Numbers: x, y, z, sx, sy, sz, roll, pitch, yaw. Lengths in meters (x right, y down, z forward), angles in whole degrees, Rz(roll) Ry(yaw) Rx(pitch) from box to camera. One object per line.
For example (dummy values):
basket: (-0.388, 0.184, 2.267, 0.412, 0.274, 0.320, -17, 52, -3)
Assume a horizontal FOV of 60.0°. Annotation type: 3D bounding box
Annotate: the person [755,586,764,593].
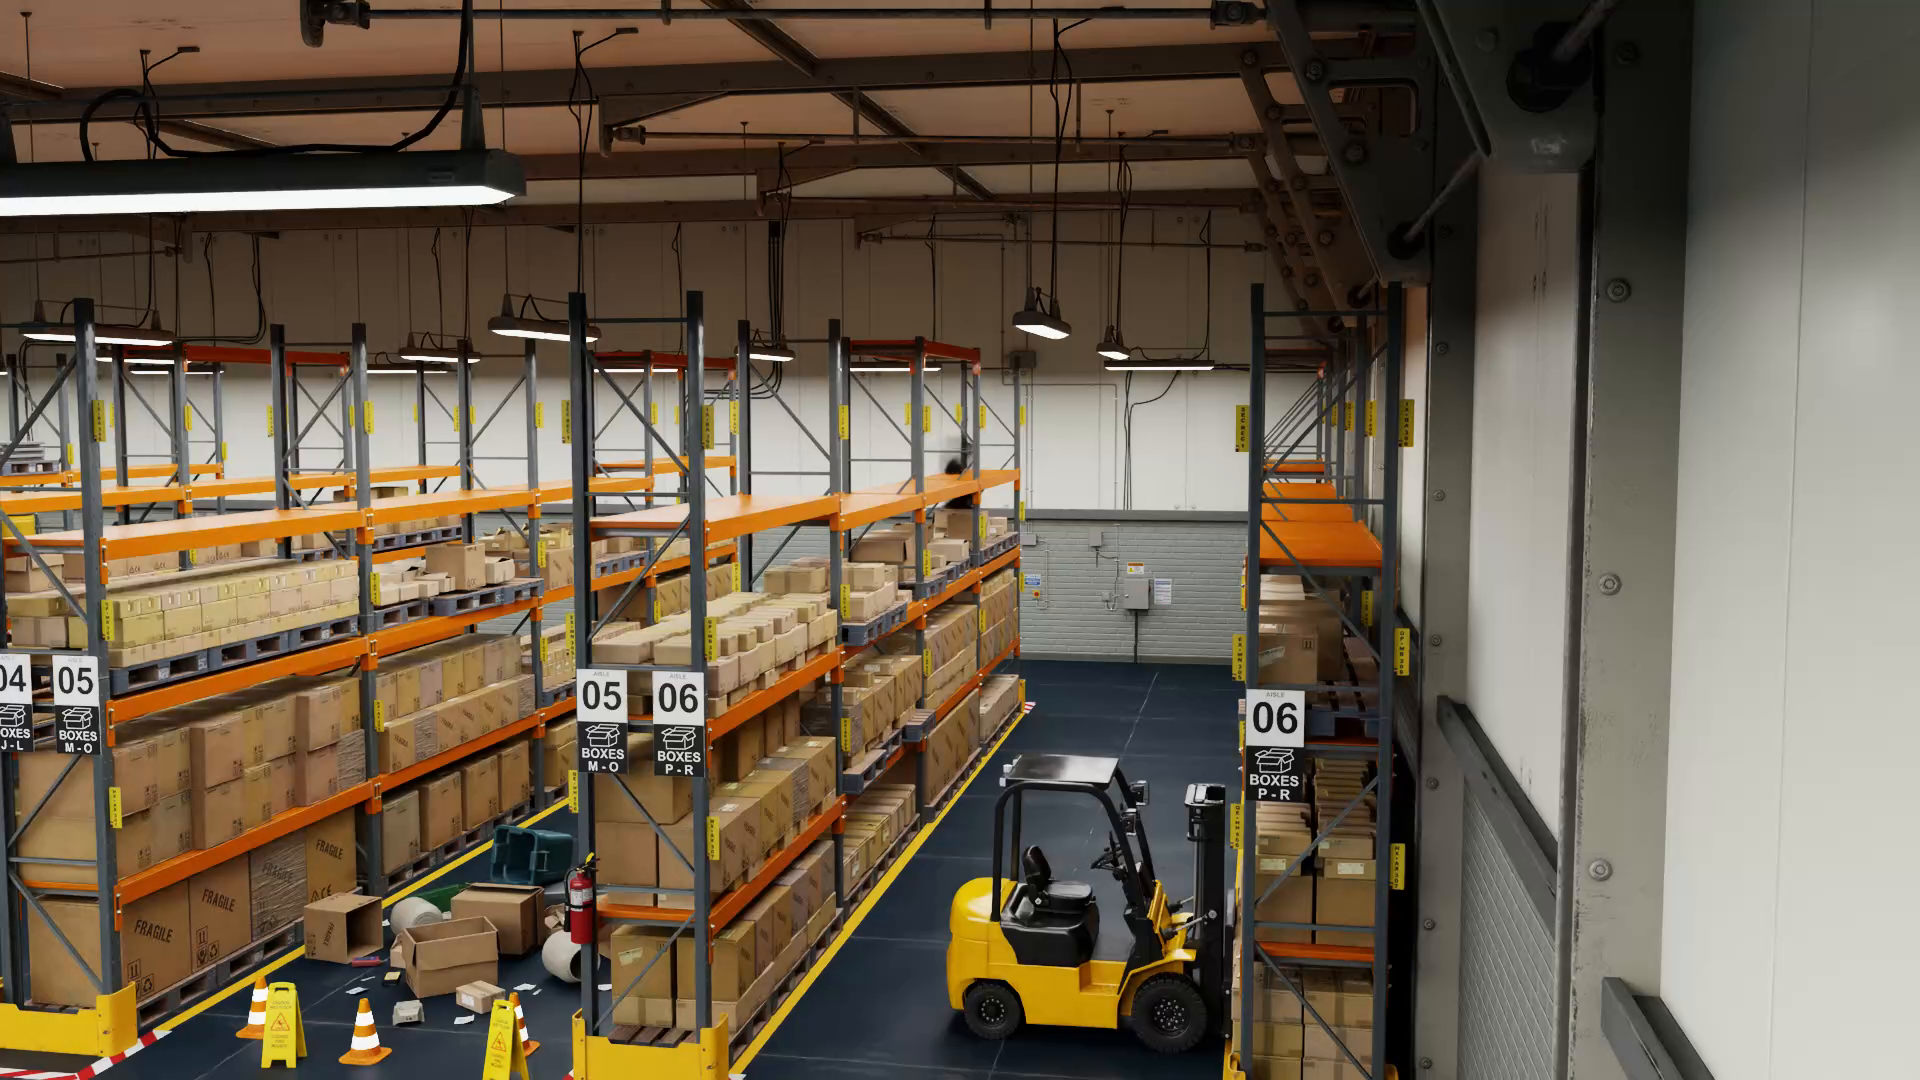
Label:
person: (-3.620, 1.663, 30.355, 0.731, 1.675, 0.664, -4, 6, -40)
